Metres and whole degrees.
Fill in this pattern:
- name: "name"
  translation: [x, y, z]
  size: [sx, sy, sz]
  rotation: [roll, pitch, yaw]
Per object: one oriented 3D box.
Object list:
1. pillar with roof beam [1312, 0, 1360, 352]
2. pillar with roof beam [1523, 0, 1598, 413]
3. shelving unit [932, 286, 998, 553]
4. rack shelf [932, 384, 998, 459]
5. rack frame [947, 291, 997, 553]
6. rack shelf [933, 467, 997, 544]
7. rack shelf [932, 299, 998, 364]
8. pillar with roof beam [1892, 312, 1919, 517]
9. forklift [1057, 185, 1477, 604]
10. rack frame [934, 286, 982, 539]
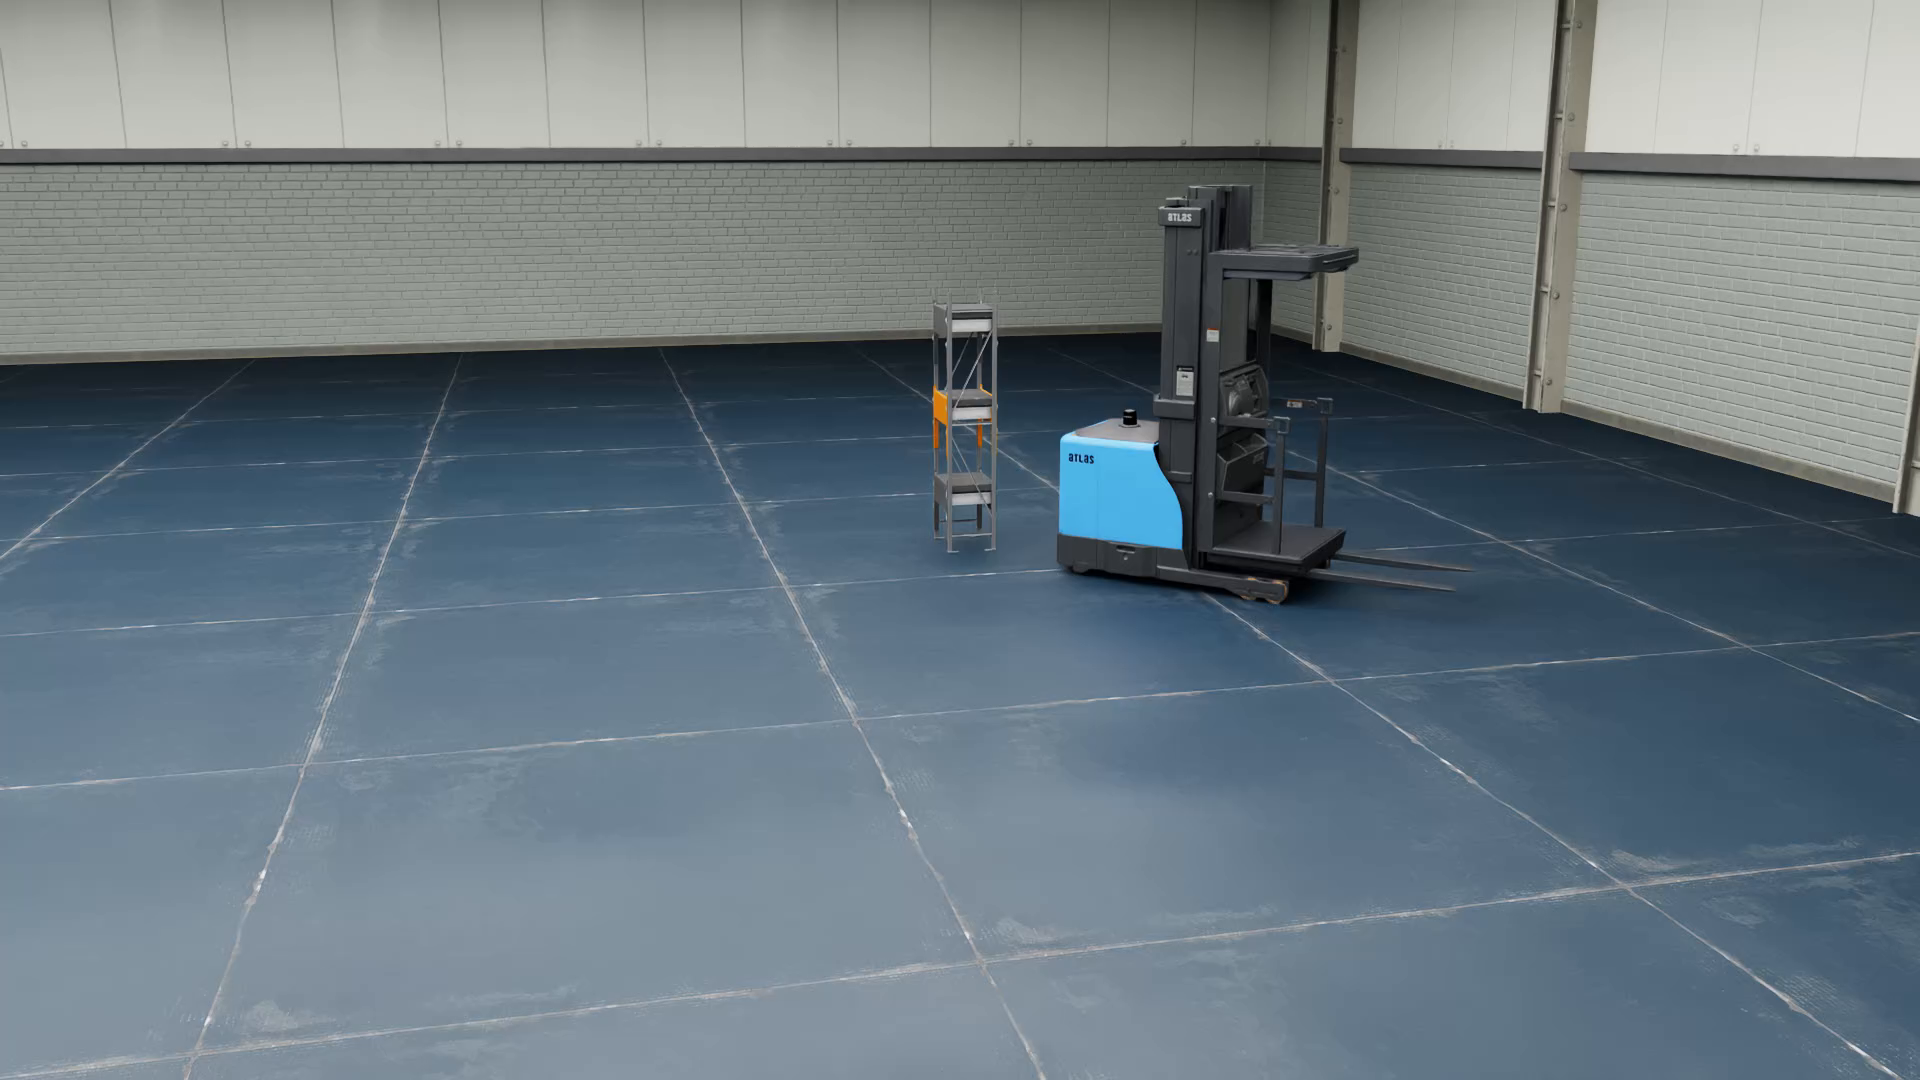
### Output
- name: "pillar with roof beam"
  translation: [1.578, -7.116, 24.094]
  size: [9.100, 9.000, 0.400]
  rotation: [-3, 14, -13]
- name: "pillar with roof beam"
  translation: [2.987, -5.732, 18.429]
  size: [9.100, 9.000, 0.400]
  rotation: [-3, 14, -13]
- name: "shelving unit"
  translation: [0.039, -0.982, 13.522]
  size: [0.431, 2.100, 0.503]
  rotation: [-3, 14, -13]
- name: "rack shelf"
  translation: [0.039, -0.969, 13.525]
  size: [0.431, 0.518, 0.480]
  rotation: [-3, 14, -13]
- name: "rack frame"
  translation: [0.096, -0.926, 13.291]
  size: [0.400, 2.100, 0.015]
  rotation: [-3, 14, -13]
- name: "rack shelf"
  translation: [0.039, -0.289, 13.691]
  size: [0.431, 0.518, 0.480]
  rotation: [-3, 14, -13]
- name: "rack shelf"
  translation: [0.039, -1.649, 13.359]
  size: [0.431, 0.518, 0.480]
  rotation: [-3, 14, -13]
- name: "pillar with roof beam"
  translation: [4.396, -4.348, 12.763]
  size: [9.100, 9.000, 0.400]
  rotation: [-3, 14, -13]
- name: "forklift"
  translation: [2.288, -1.104, 12.271]
  size: [3.031, 2.935, 1.130]
  rotation: [8, 16, 29]
- name: "rack frame"
  translation: [-0.018, -1.038, 13.752]
  size: [0.400, 2.100, 0.015]
  rotation: [-3, 14, -13]
